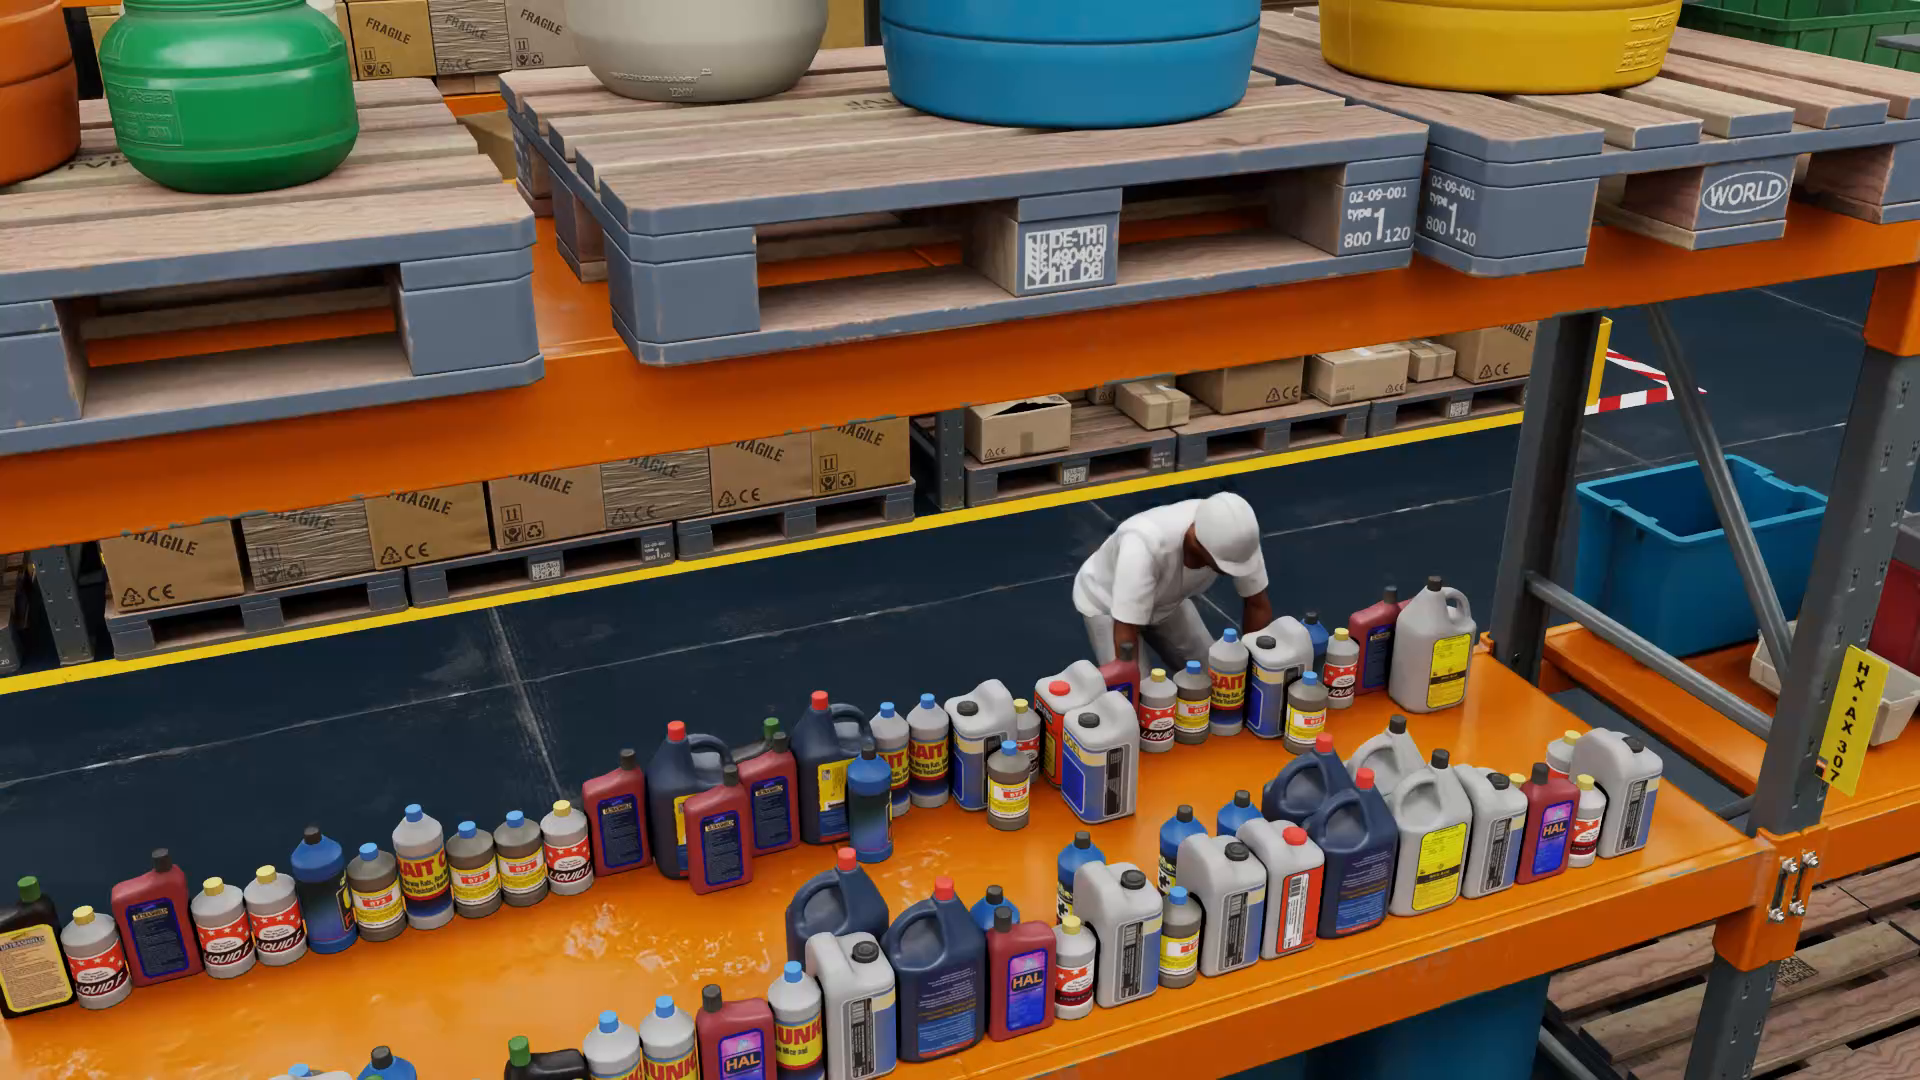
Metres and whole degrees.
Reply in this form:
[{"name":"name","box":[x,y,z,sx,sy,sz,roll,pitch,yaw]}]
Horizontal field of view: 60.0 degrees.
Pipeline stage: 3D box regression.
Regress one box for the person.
[{"name":"person","box":[0.761,0.332,5.924,0.629,1.310,0.805,-10,28,-21]}]
